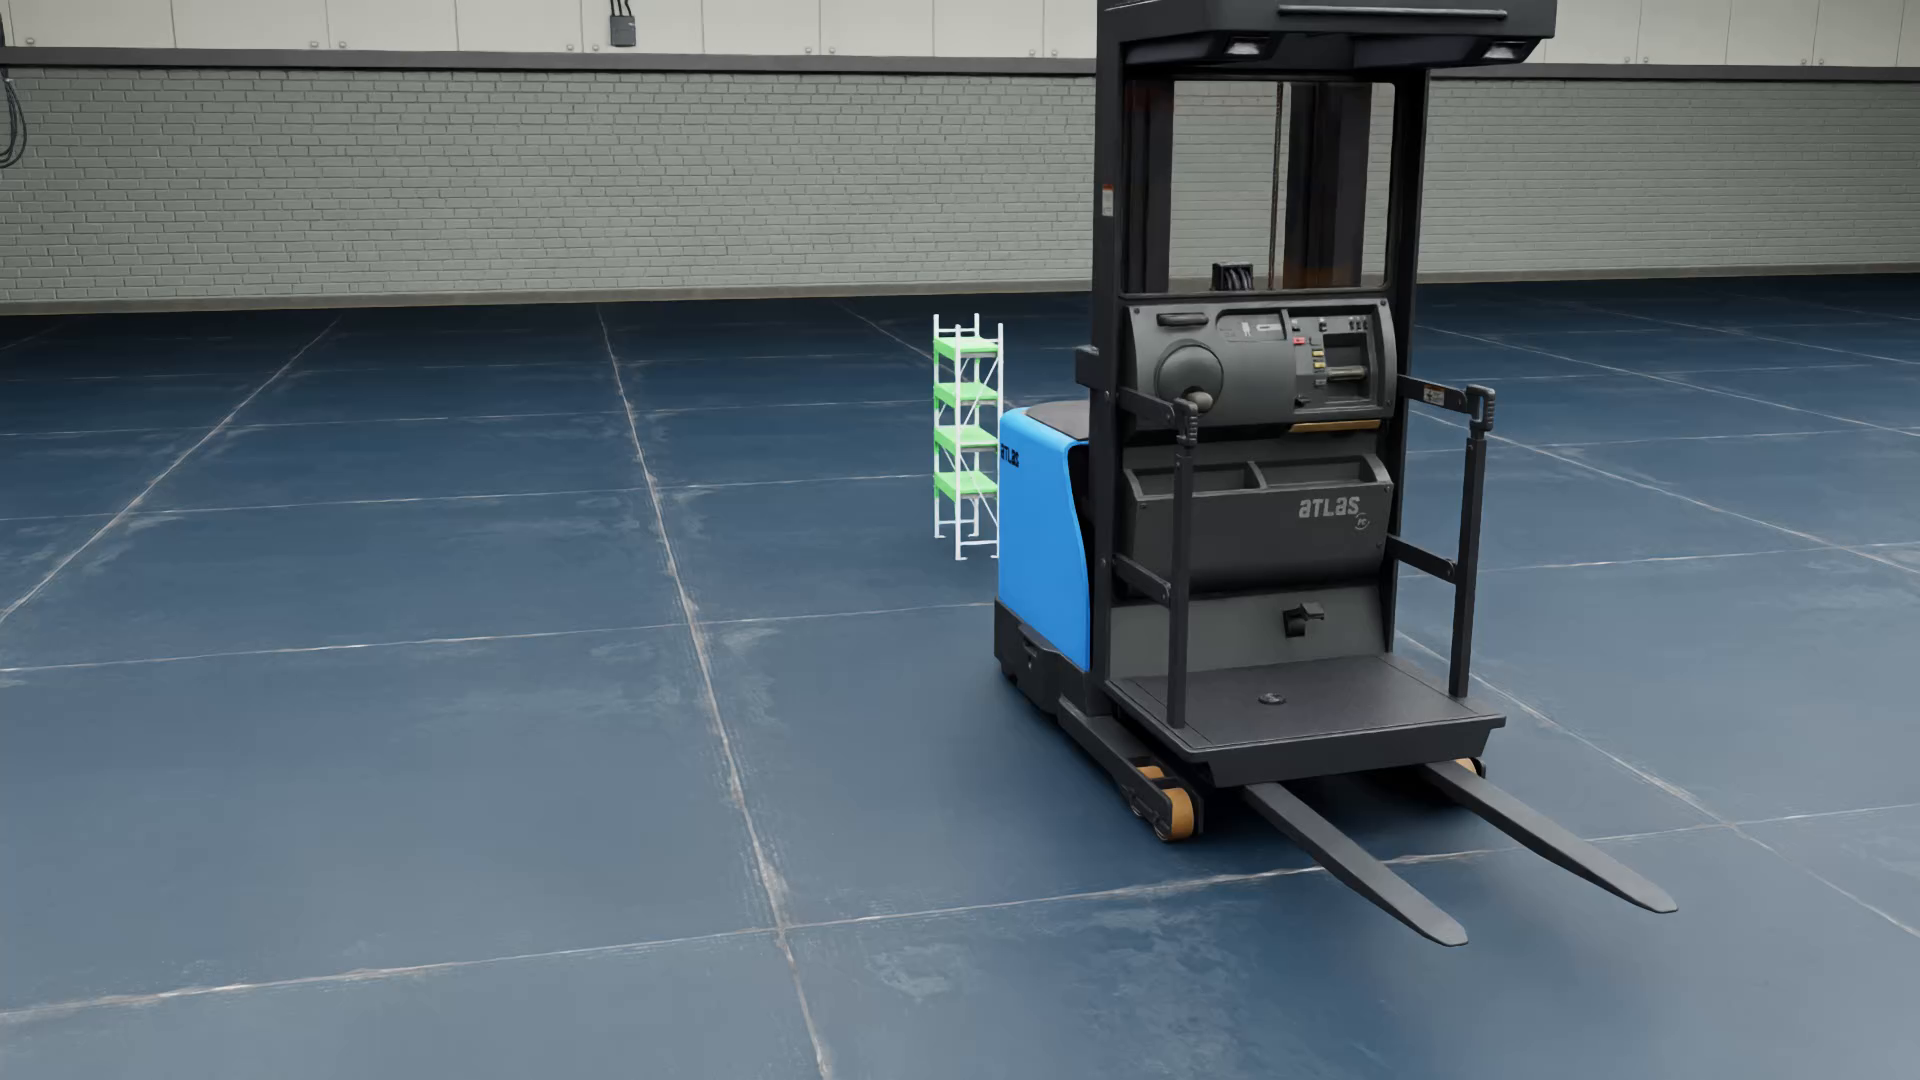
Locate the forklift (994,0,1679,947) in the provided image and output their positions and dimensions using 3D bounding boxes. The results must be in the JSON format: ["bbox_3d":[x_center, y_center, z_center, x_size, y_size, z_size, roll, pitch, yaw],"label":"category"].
[{"bbox_3d":[1.053,-0.599,5.204,1.130,2.935,3.031,-4,14,-16],"label":"forklift"}]

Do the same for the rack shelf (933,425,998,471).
[{"bbox_3d":[0.039,-0.483,8.644,0.258,0.148,0.480,-3,14,-13],"label":"rack shelf"}]

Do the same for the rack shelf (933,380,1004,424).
[{"bbox_3d":[0.039,-0.716,8.587,0.258,0.148,0.480,-3,14,-13],"label":"rack shelf"}]

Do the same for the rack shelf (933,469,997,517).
[{"bbox_3d":[0.039,-0.249,8.700,0.258,0.148,0.480,-3,14,-13],"label":"rack shelf"}]

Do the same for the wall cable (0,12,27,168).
[{"bbox_3d":[-12.477,-5.492,18.988,3.097,2.526,0.112,-3,14,-13],"label":"wall cable"}]

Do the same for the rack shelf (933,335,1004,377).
[{"bbox_3d":[0.039,-0.949,8.530,0.258,0.148,0.480,-3,14,-13],"label":"rack shelf"}]

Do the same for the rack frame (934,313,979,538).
[{"bbox_3d":[-0.018,-0.601,8.859,0.240,1.200,0.015,-3,14,-13],"label":"rack frame"}]

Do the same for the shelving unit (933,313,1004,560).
[{"bbox_3d":[0.039,-0.545,8.628,0.258,1.200,0.503,-3,14,-13],"label":"shelving unit"}]

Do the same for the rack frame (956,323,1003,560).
[{"bbox_3d":[0.096,-0.488,8.398,0.240,1.200,0.015,-3,14,-13],"label":"rack frame"}]

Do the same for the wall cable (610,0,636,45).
[{"bbox_3d":[-3.245,-9.178,20.367,2.305,6.003,0.169,-3,14,-13],"label":"wall cable"}]
